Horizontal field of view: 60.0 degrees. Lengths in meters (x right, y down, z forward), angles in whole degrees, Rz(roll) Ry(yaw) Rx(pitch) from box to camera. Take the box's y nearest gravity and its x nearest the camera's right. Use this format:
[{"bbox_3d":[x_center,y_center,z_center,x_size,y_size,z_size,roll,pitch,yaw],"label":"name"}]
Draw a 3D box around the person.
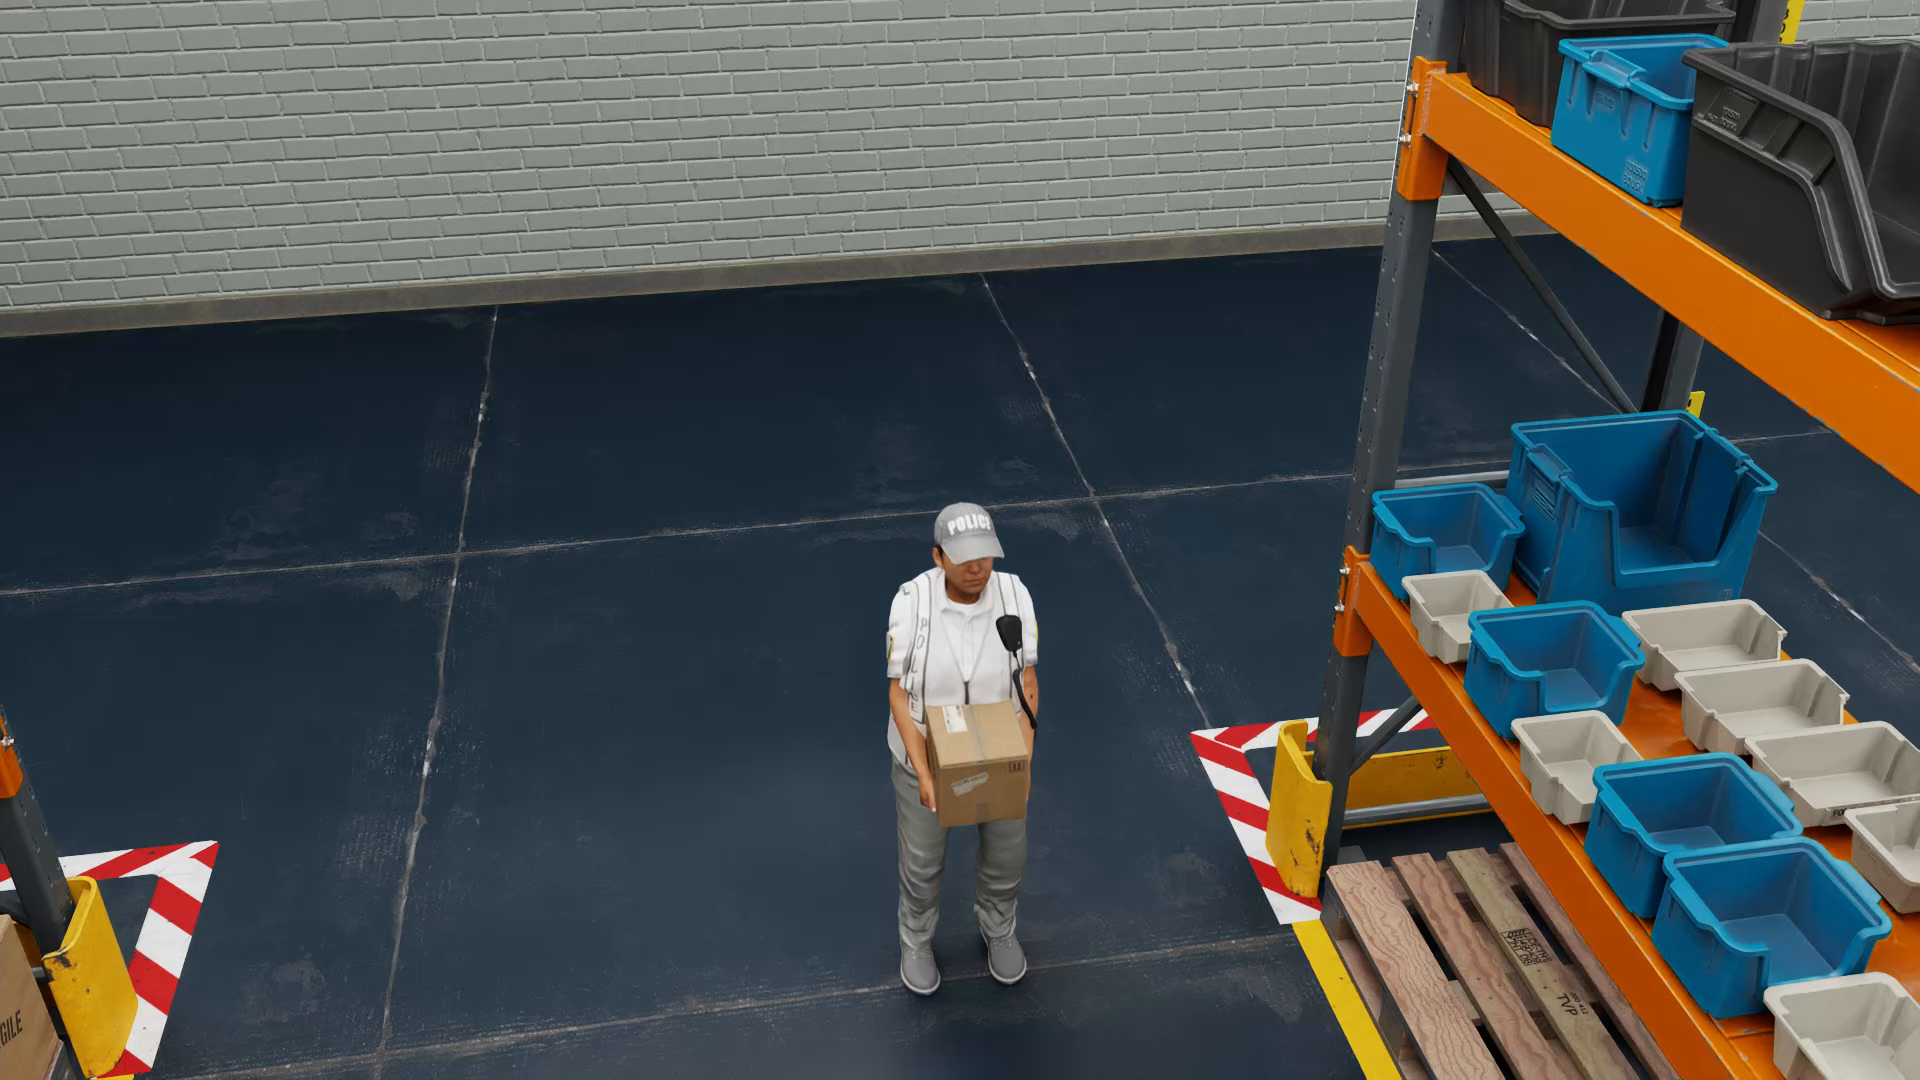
[{"bbox_3d":[0.020,0.679,5.003,0.453,1.653,0.535,-5,31,-9],"label":"person"}]
